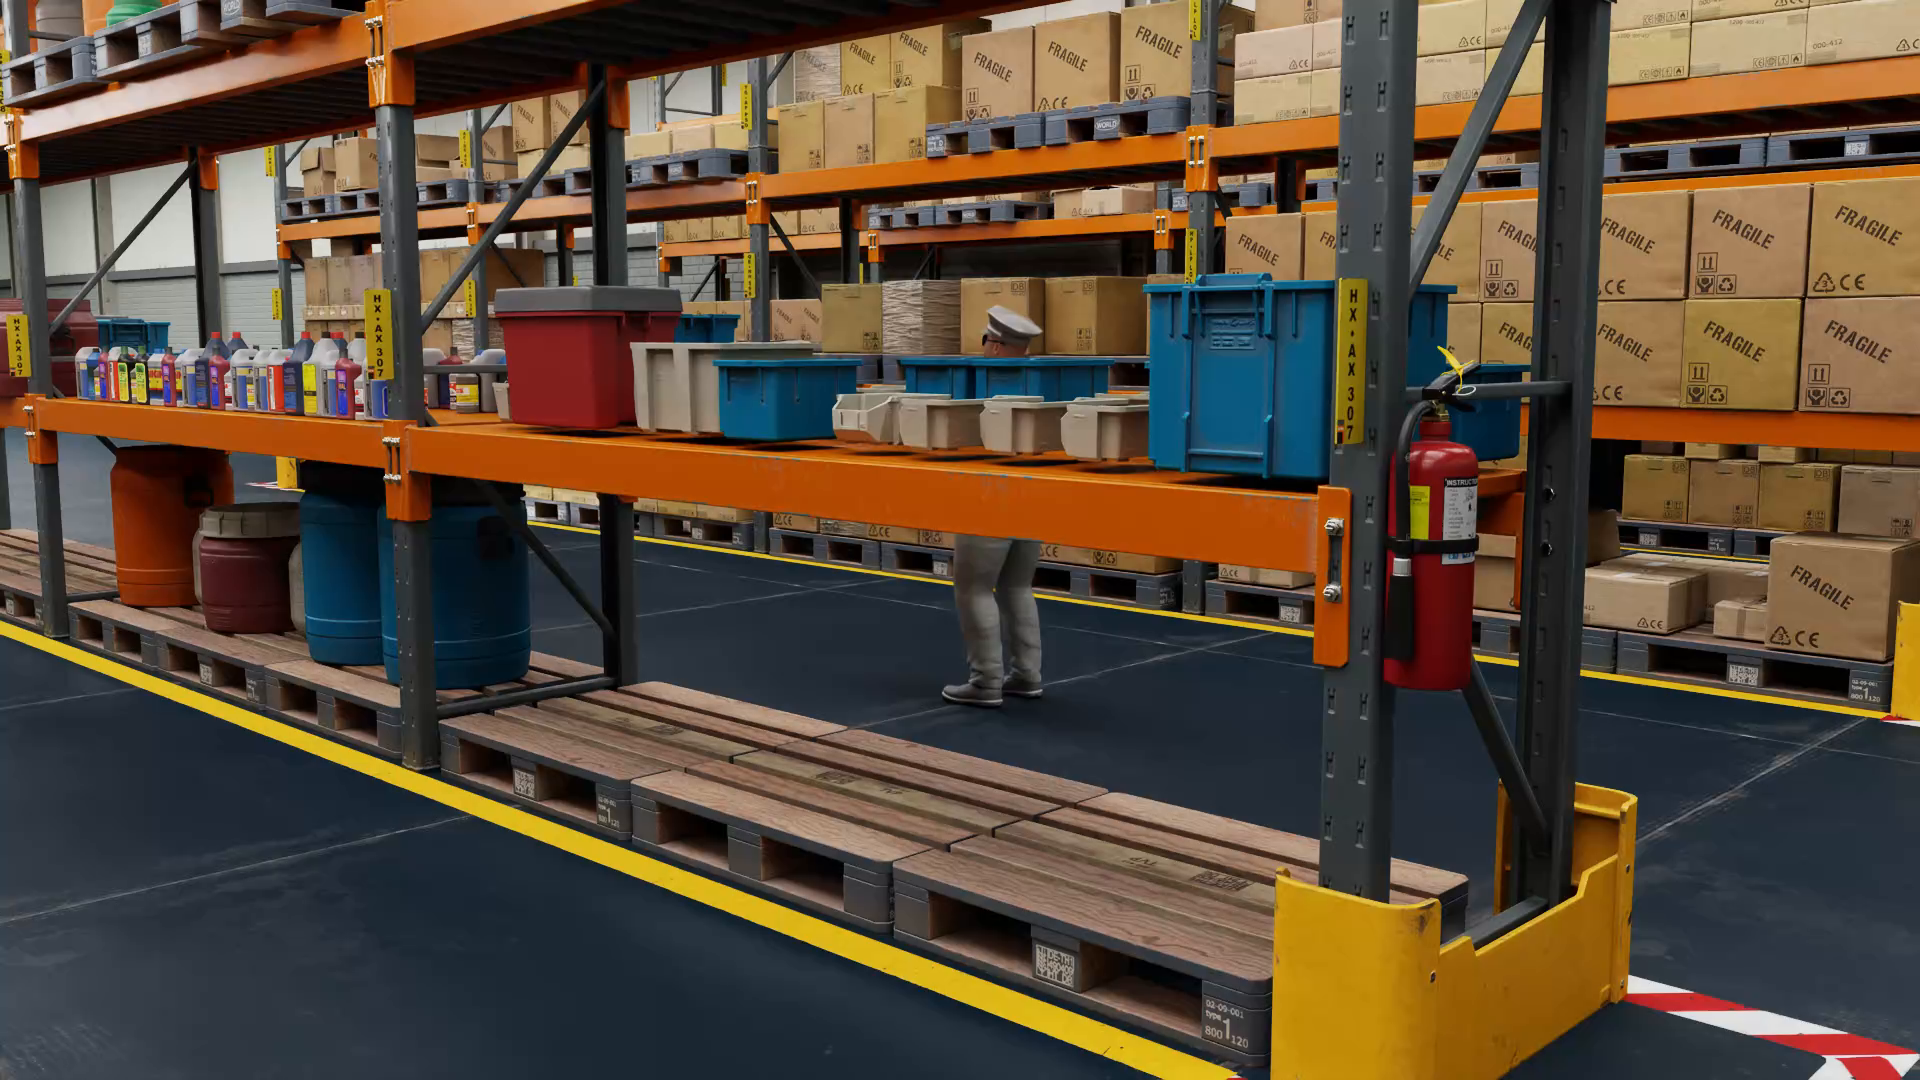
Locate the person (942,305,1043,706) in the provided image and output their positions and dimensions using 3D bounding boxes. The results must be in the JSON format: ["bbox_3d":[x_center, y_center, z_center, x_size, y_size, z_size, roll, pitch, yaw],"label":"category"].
[{"bbox_3d":[0.114,-0.160,7.452,0.573,1.768,0.493,7,10,44],"label":"person"}]
